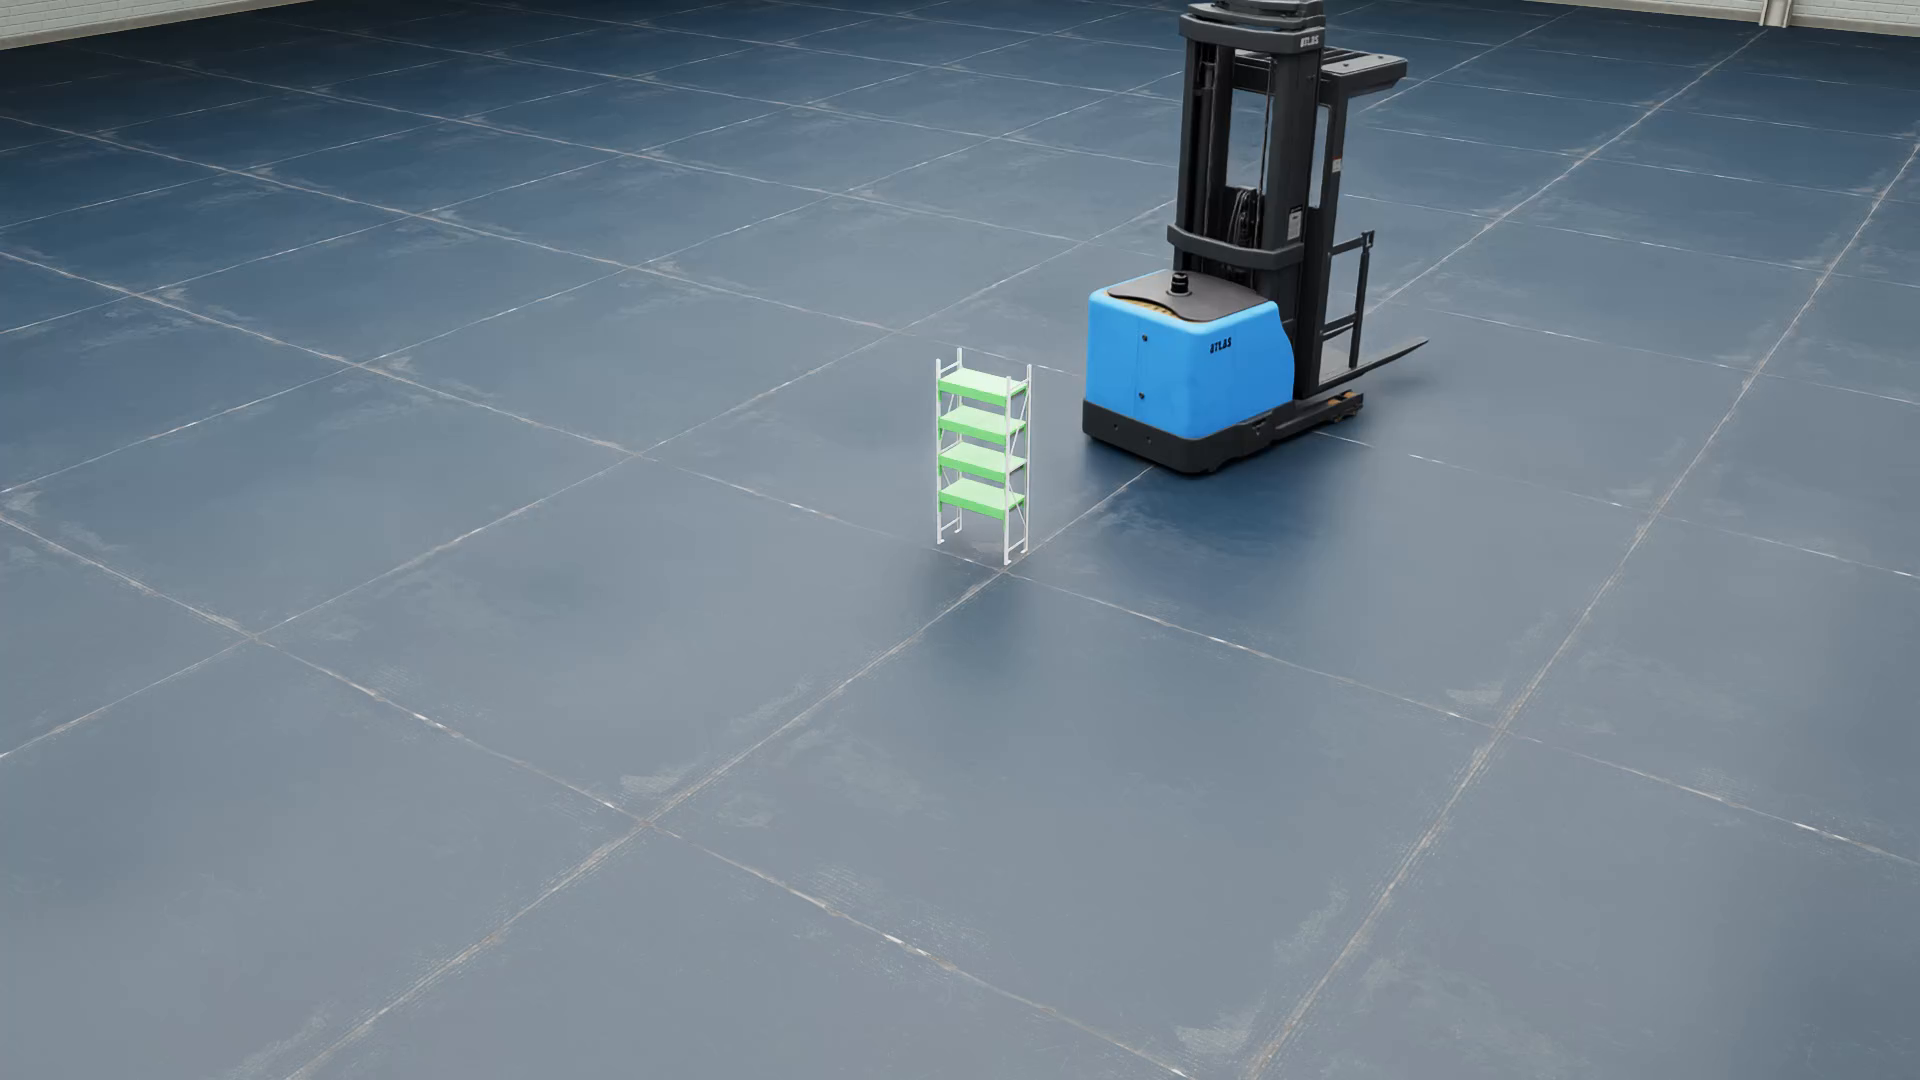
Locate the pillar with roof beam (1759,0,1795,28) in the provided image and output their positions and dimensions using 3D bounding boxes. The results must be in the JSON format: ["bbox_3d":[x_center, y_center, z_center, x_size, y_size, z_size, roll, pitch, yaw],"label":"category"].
[{"bbox_3d":[10.382,-10.508,20.977,0.400,9.000,9.100,17,32,30],"label":"pillar with roof beam"}]

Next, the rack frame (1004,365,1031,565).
[{"bbox_3d":[0.338,-0.430,9.771,0.015,1.200,0.240,17,32,30],"label":"rack frame"}]

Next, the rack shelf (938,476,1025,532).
[{"bbox_3d":[0.136,-0.221,10.032,0.480,0.148,0.258,17,32,30],"label":"rack shelf"}]

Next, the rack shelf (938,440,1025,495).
[{"bbox_3d":[0.136,-0.435,9.923,0.480,0.148,0.258,17,32,30],"label":"rack shelf"}]

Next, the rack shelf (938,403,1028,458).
[{"bbox_3d":[0.136,-0.649,9.814,0.480,0.148,0.258,17,32,30],"label":"rack shelf"}]

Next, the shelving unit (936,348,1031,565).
[{"bbox_3d":[0.136,-0.492,9.894,0.503,1.200,0.258,17,32,30],"label":"shelving unit"}]

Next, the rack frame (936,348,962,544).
[{"bbox_3d":[-0.065,-0.555,10.017,0.015,1.200,0.240,17,32,30],"label":"rack frame"}]

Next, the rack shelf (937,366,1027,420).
[{"bbox_3d":[0.136,-0.863,9.706,0.480,0.148,0.258,17,32,30],"label":"rack shelf"}]

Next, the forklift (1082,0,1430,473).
[{"bbox_3d":[2.277,-2.303,11.543,3.031,2.935,1.130,-23,35,-37],"label":"forklift"}]
